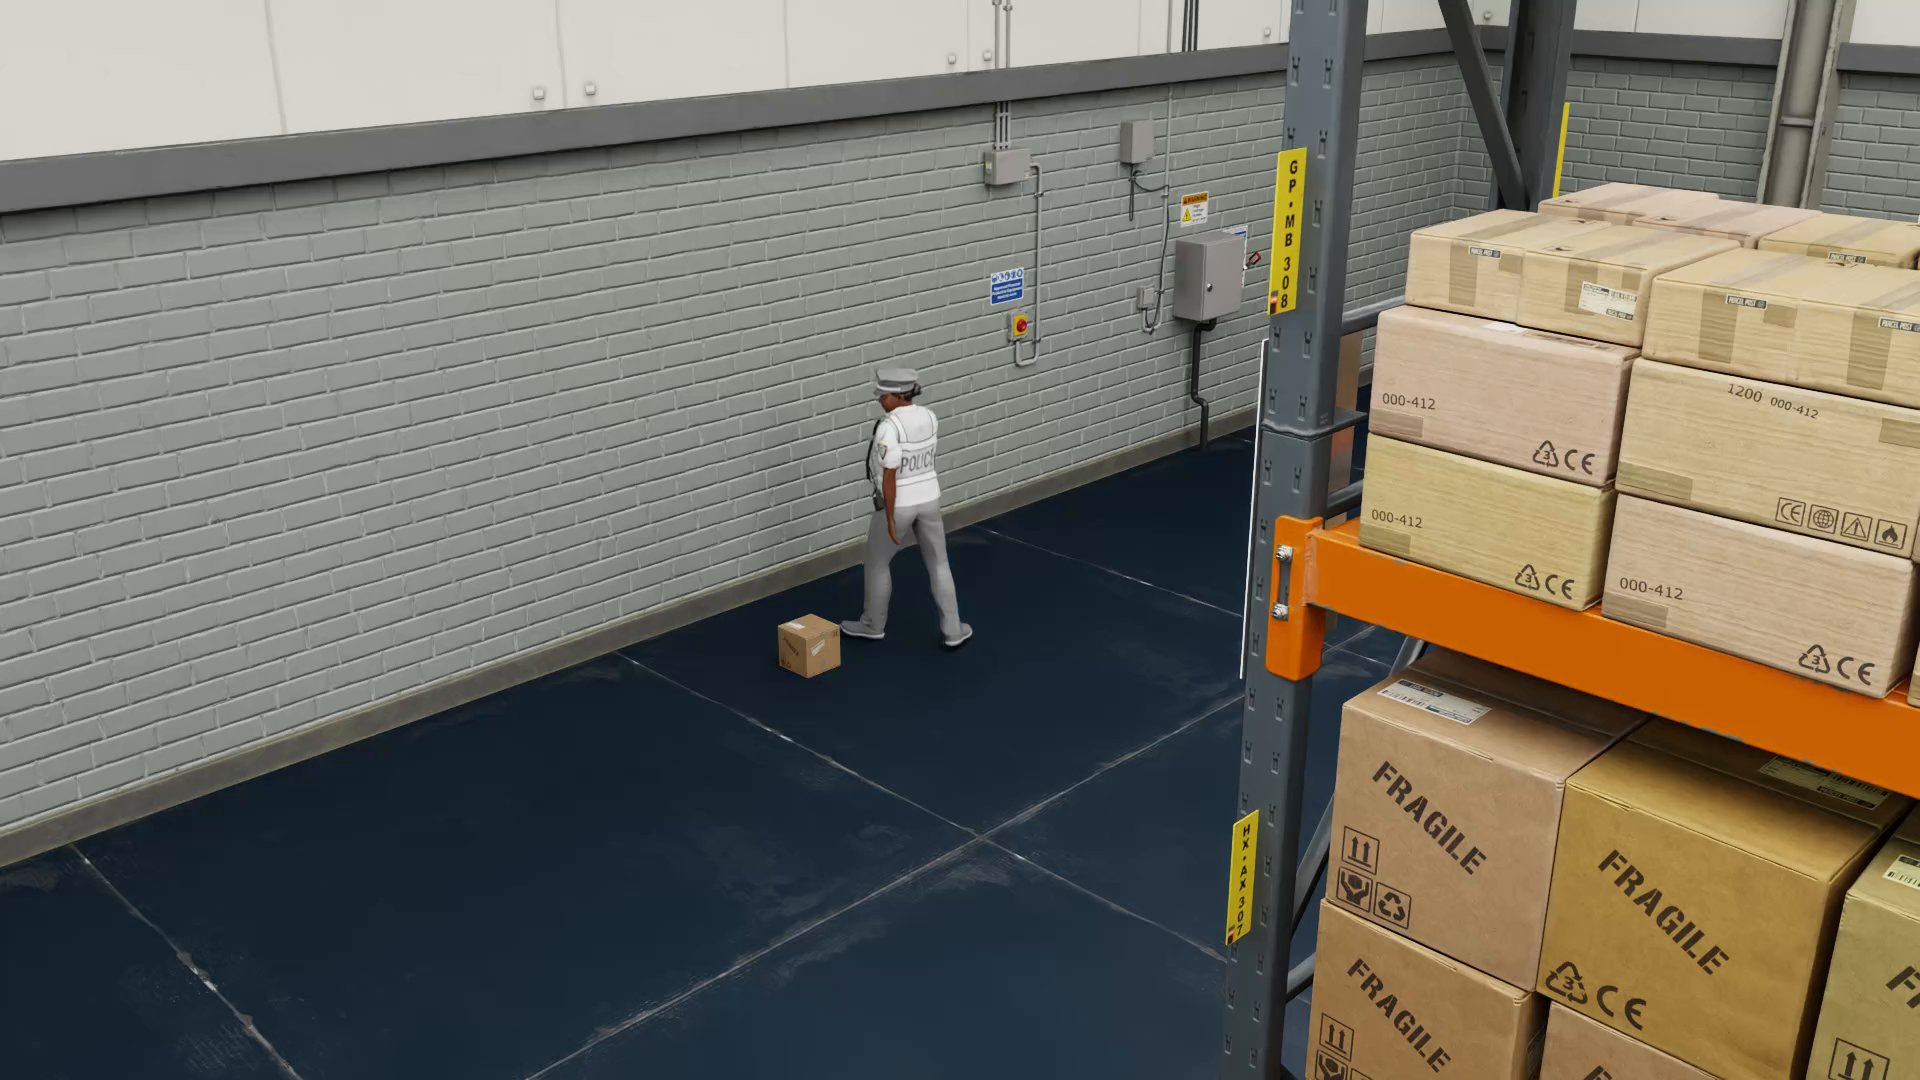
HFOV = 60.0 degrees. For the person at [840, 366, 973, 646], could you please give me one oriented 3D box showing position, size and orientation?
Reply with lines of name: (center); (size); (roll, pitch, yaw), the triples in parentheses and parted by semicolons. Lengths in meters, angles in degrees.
person: (-0.292, -0.196, 9.571); (0.613, 1.641, 0.677); (-15, 25, -34)
